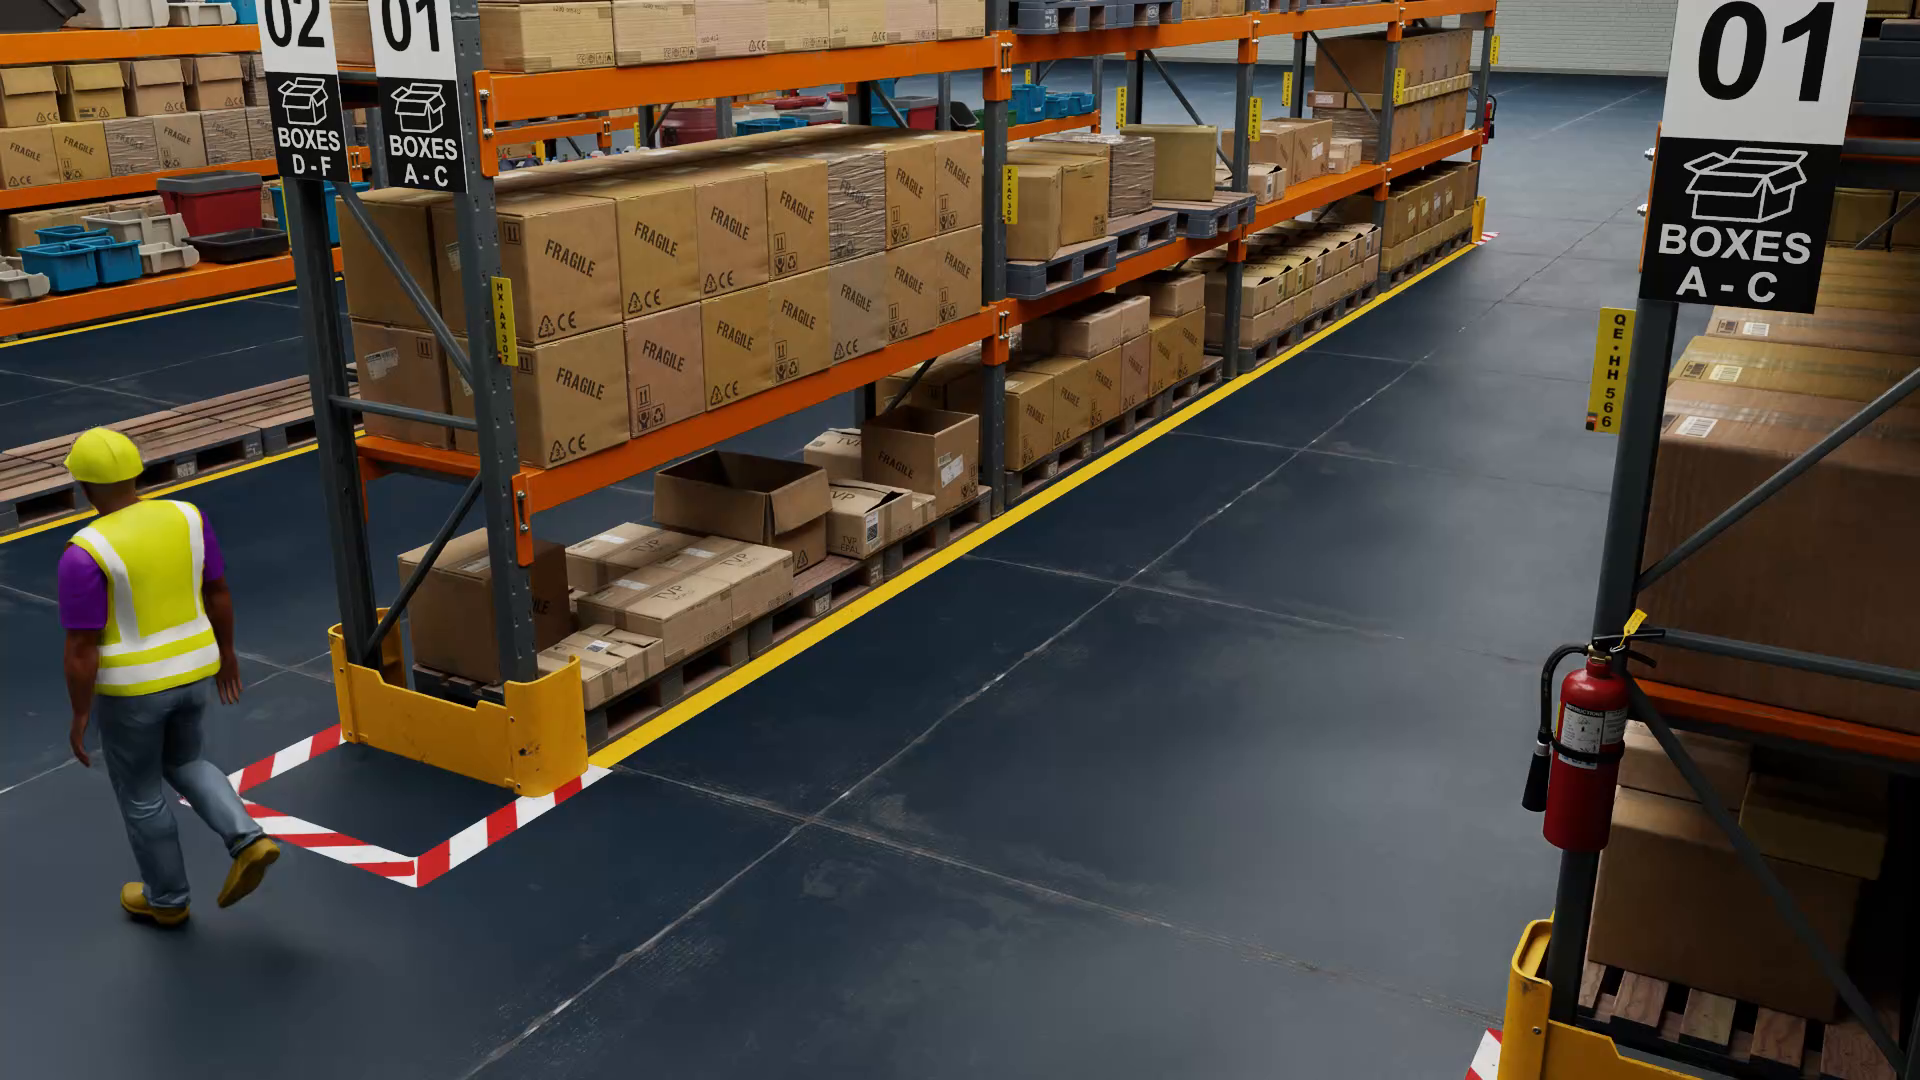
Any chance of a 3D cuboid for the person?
[{"bbox_3d":[-2.674,0.484,5.605,0.618,1.752,0.634,10,22,26],"label":"person"}]
